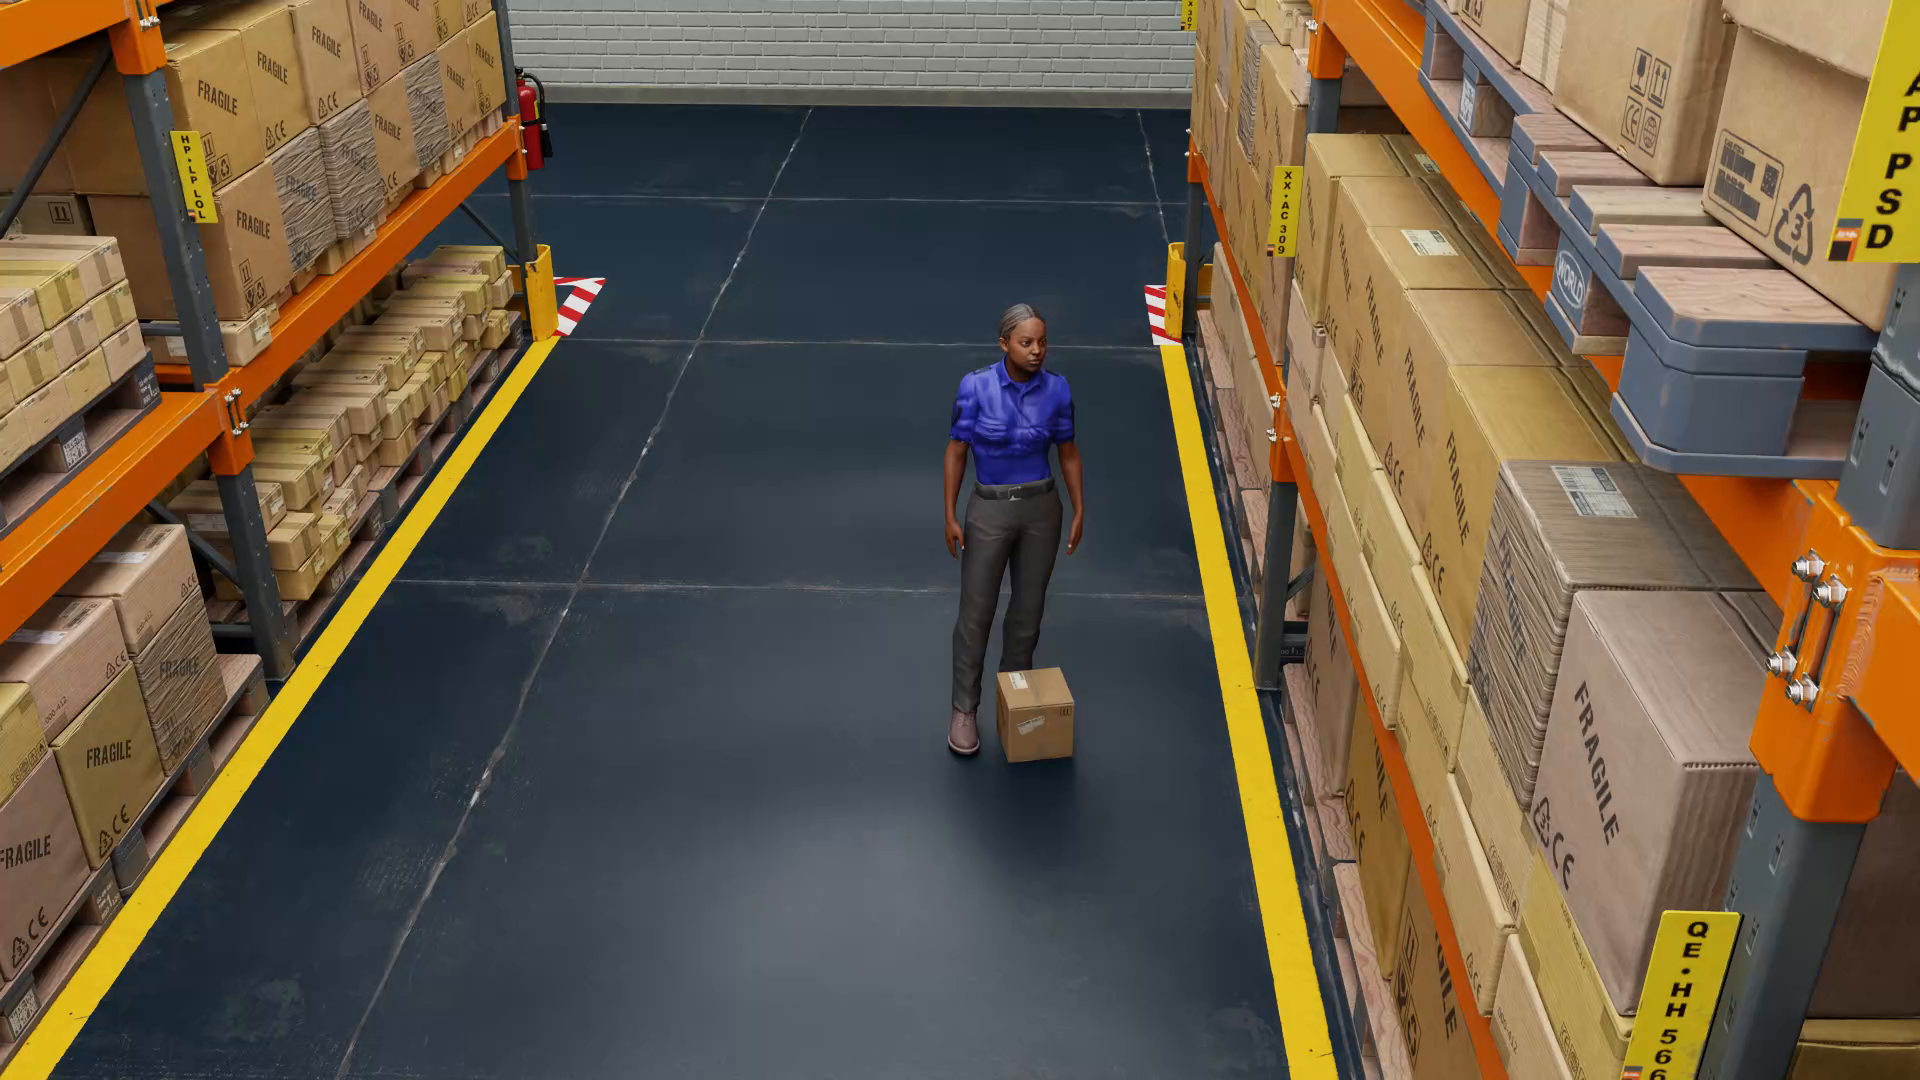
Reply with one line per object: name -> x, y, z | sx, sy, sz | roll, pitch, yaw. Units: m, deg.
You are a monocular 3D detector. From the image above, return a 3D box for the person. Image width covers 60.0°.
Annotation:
person -> 0.201, -0.041, 6.185 | 0.569, 1.656, 0.503 | -6, 29, -10
